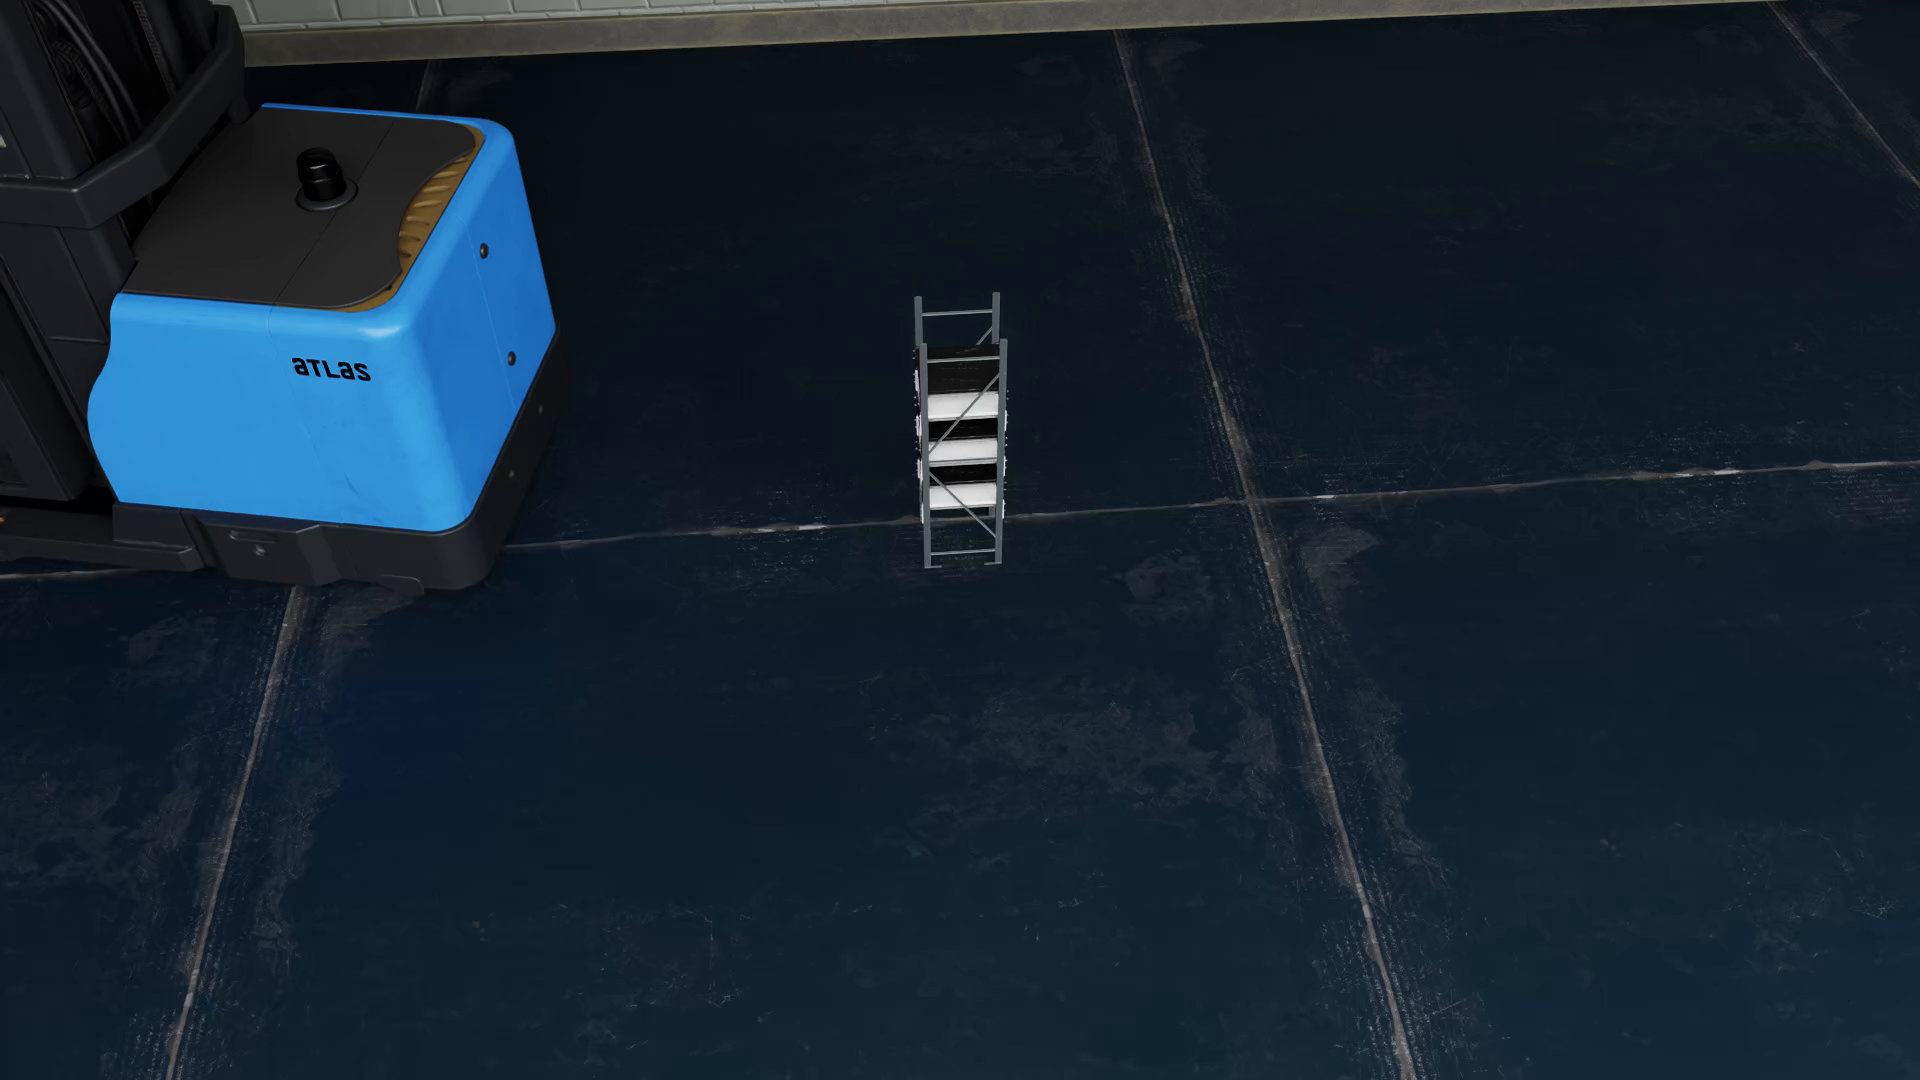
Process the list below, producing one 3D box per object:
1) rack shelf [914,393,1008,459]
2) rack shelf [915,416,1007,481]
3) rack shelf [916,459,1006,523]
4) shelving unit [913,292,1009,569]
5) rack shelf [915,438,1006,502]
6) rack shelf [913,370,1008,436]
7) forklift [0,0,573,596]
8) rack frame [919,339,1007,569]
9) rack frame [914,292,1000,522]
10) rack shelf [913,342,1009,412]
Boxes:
[{"bbox_3d":[0.001,-0.343,4.877,0.258,0.077,0.200,-3,47,-3],"label":"rack shelf"},{"bbox_3d":[0.001,-0.281,4.942,0.258,0.077,0.200,-3,47,-3],"label":"rack shelf"},{"bbox_3d":[0.001,-0.157,5.073,0.258,0.077,0.200,-3,47,-3],"label":"rack shelf"},{"bbox_3d":[0.001,-0.304,4.918,0.258,0.900,0.210,-3,47,-3],"label":"shelving unit"},{"bbox_3d":[0.001,-0.219,5.007,0.258,0.077,0.200,-3,47,-3],"label":"rack shelf"},{"bbox_3d":[0.001,-0.404,4.811,0.258,0.077,0.200,-3,47,-3],"label":"rack shelf"},{"bbox_3d":[-2.874,-1.317,4.479,3.031,2.935,1.130,5,47,5],"label":"forklift"},{"bbox_3d":[0.009,-0.230,4.848,0.240,0.900,0.006,-3,47,-3],"label":"rack frame"},{"bbox_3d":[-0.008,-0.377,4.987,0.240,0.900,0.006,-3,47,-3],"label":"rack frame"},{"bbox_3d":[0.001,-0.466,4.746,0.258,0.077,0.200,-3,47,-3],"label":"rack shelf"}]
